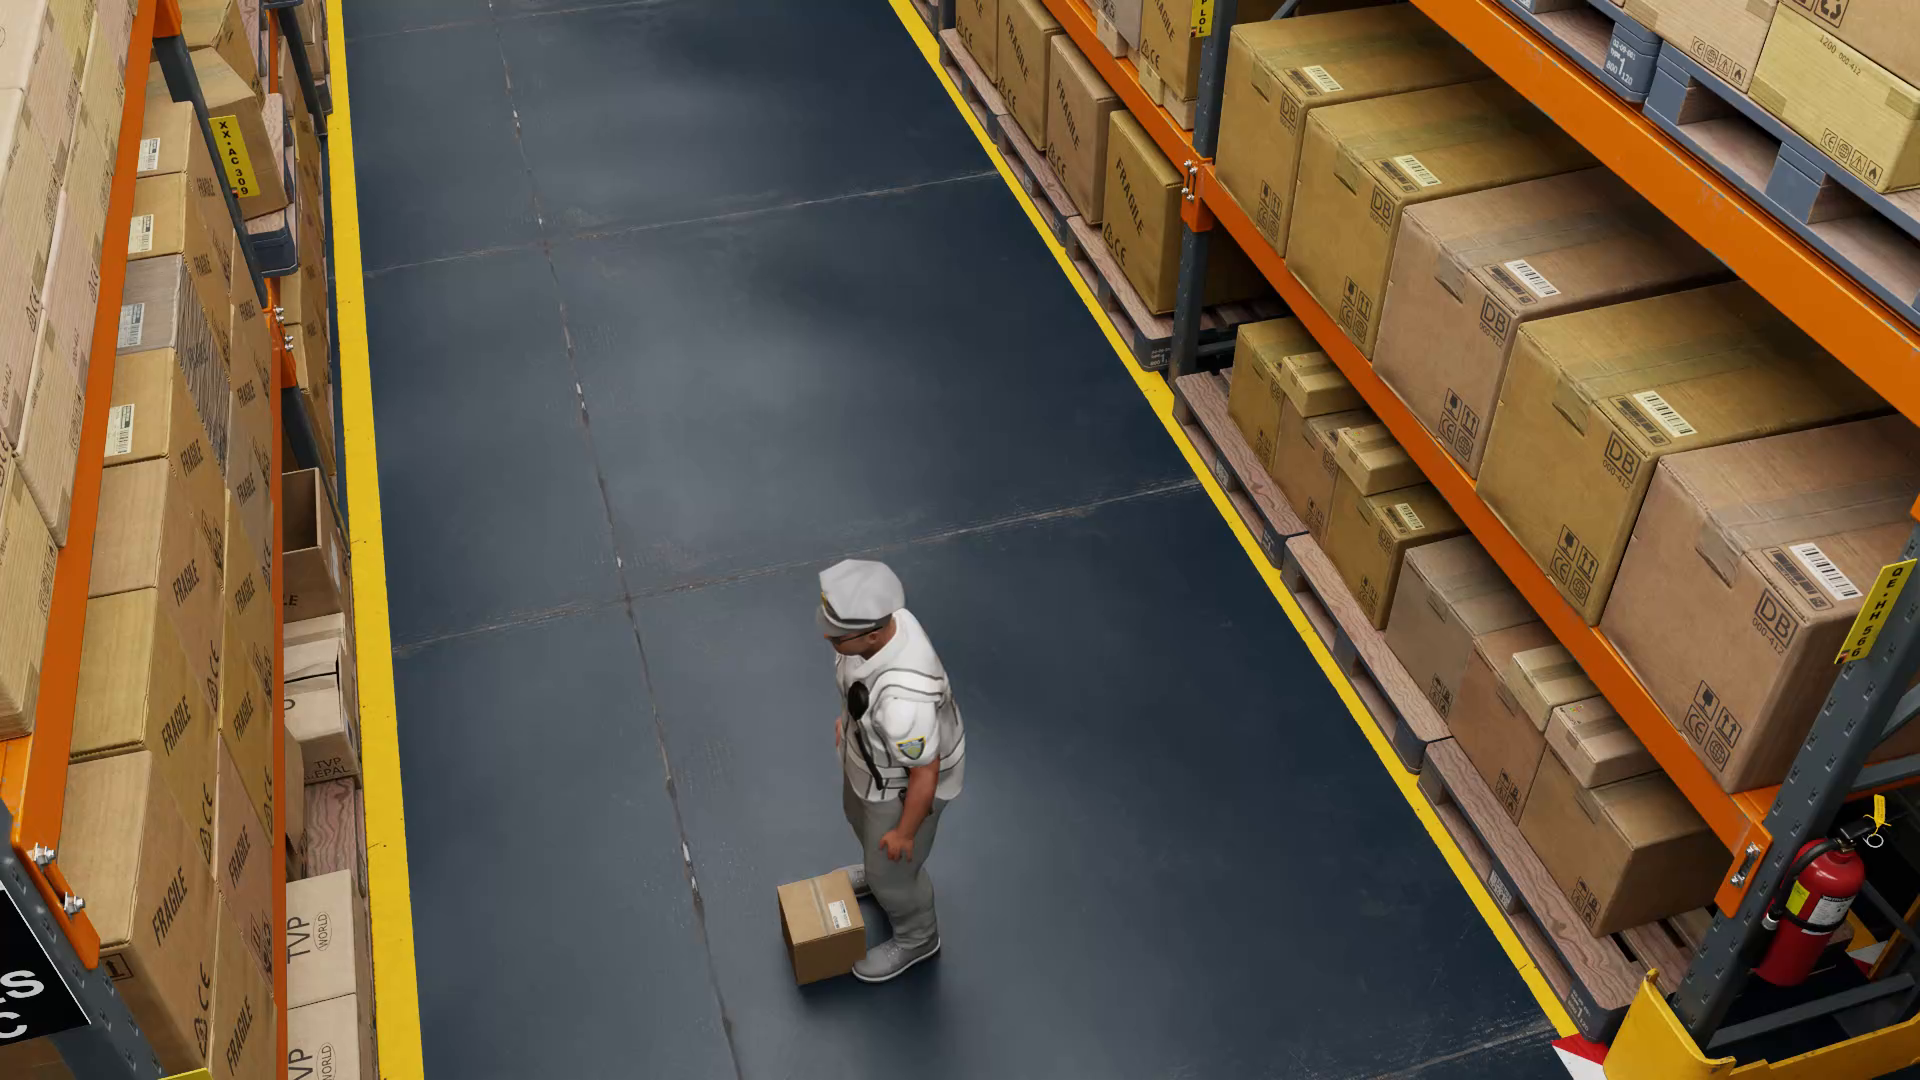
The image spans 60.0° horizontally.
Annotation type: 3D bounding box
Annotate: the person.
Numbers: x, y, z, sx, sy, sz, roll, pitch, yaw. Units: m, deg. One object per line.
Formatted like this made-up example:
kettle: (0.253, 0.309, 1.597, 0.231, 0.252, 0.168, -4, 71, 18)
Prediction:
person: (-0.217, 0.732, 5.339, 0.429, 1.749, 0.600, -13, 44, -14)
